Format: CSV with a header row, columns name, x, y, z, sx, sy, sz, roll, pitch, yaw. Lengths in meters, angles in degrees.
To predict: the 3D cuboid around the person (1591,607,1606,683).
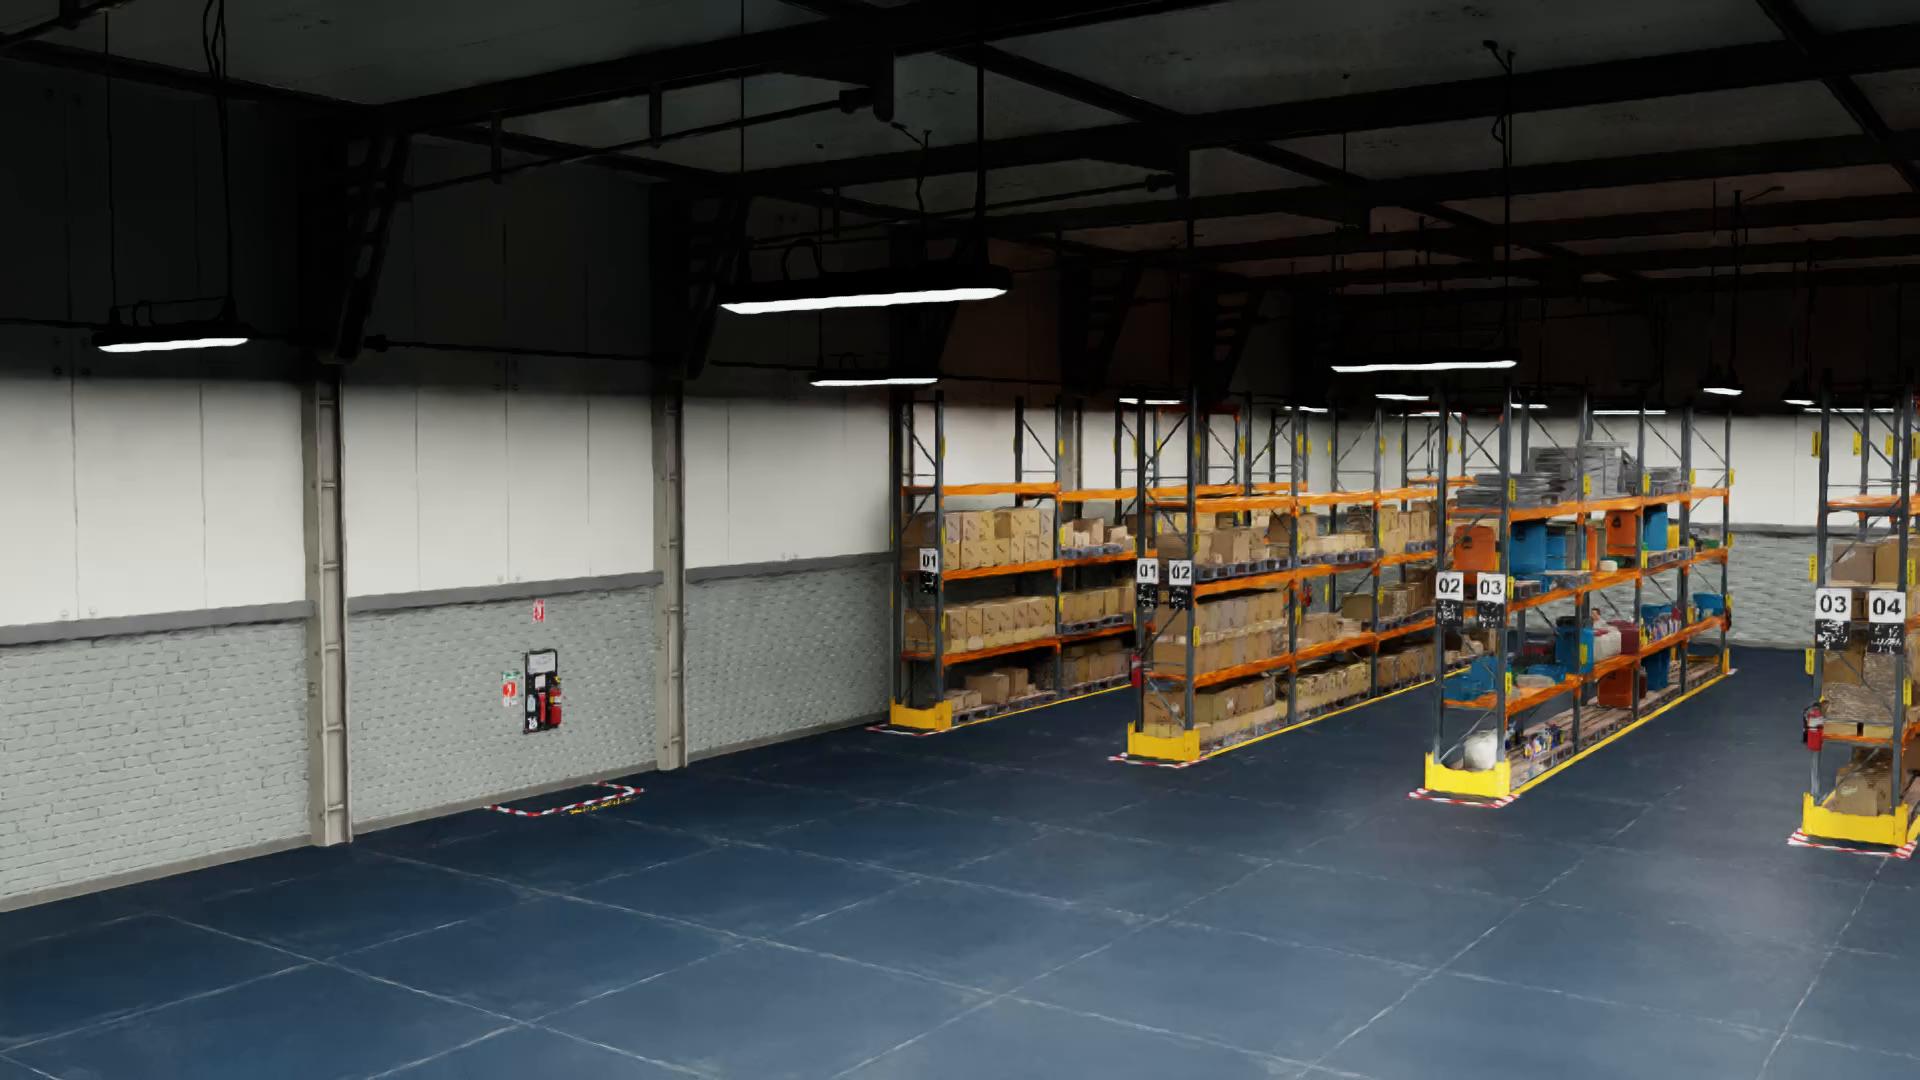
name,x,y,z,sx,sy,sz,roll,pitch,yaw
person,13.493,2.203,35.328,0.446,1.590,1.109,2,4,38
